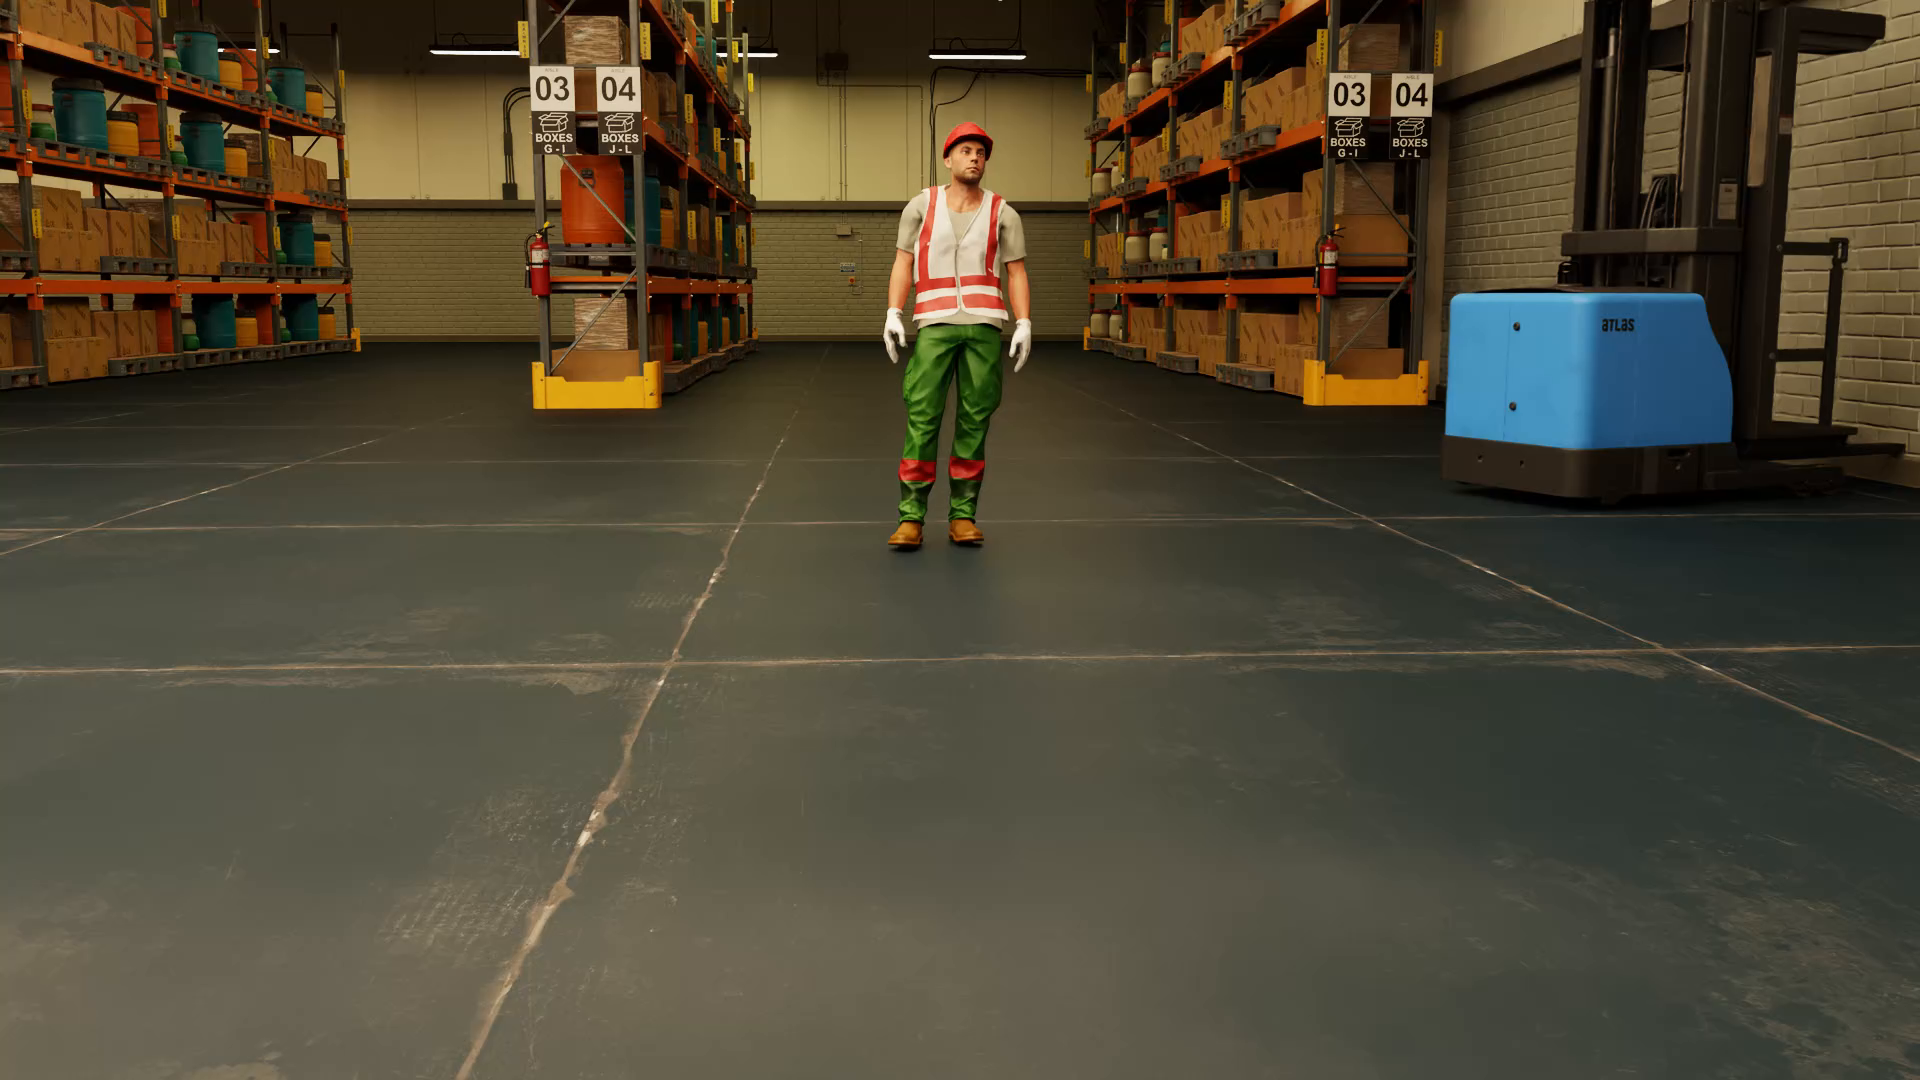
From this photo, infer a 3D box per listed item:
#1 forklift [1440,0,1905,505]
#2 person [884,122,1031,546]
[{"bbox_3d":[4.180,-1.743,9.069,3.031,2.935,1.130,-4,9,-25],"label":"forklift"},{"bbox_3d":[-0.006,-0.880,7.097,0.638,1.789,0.562,-1,8,-4],"label":"person"}]
